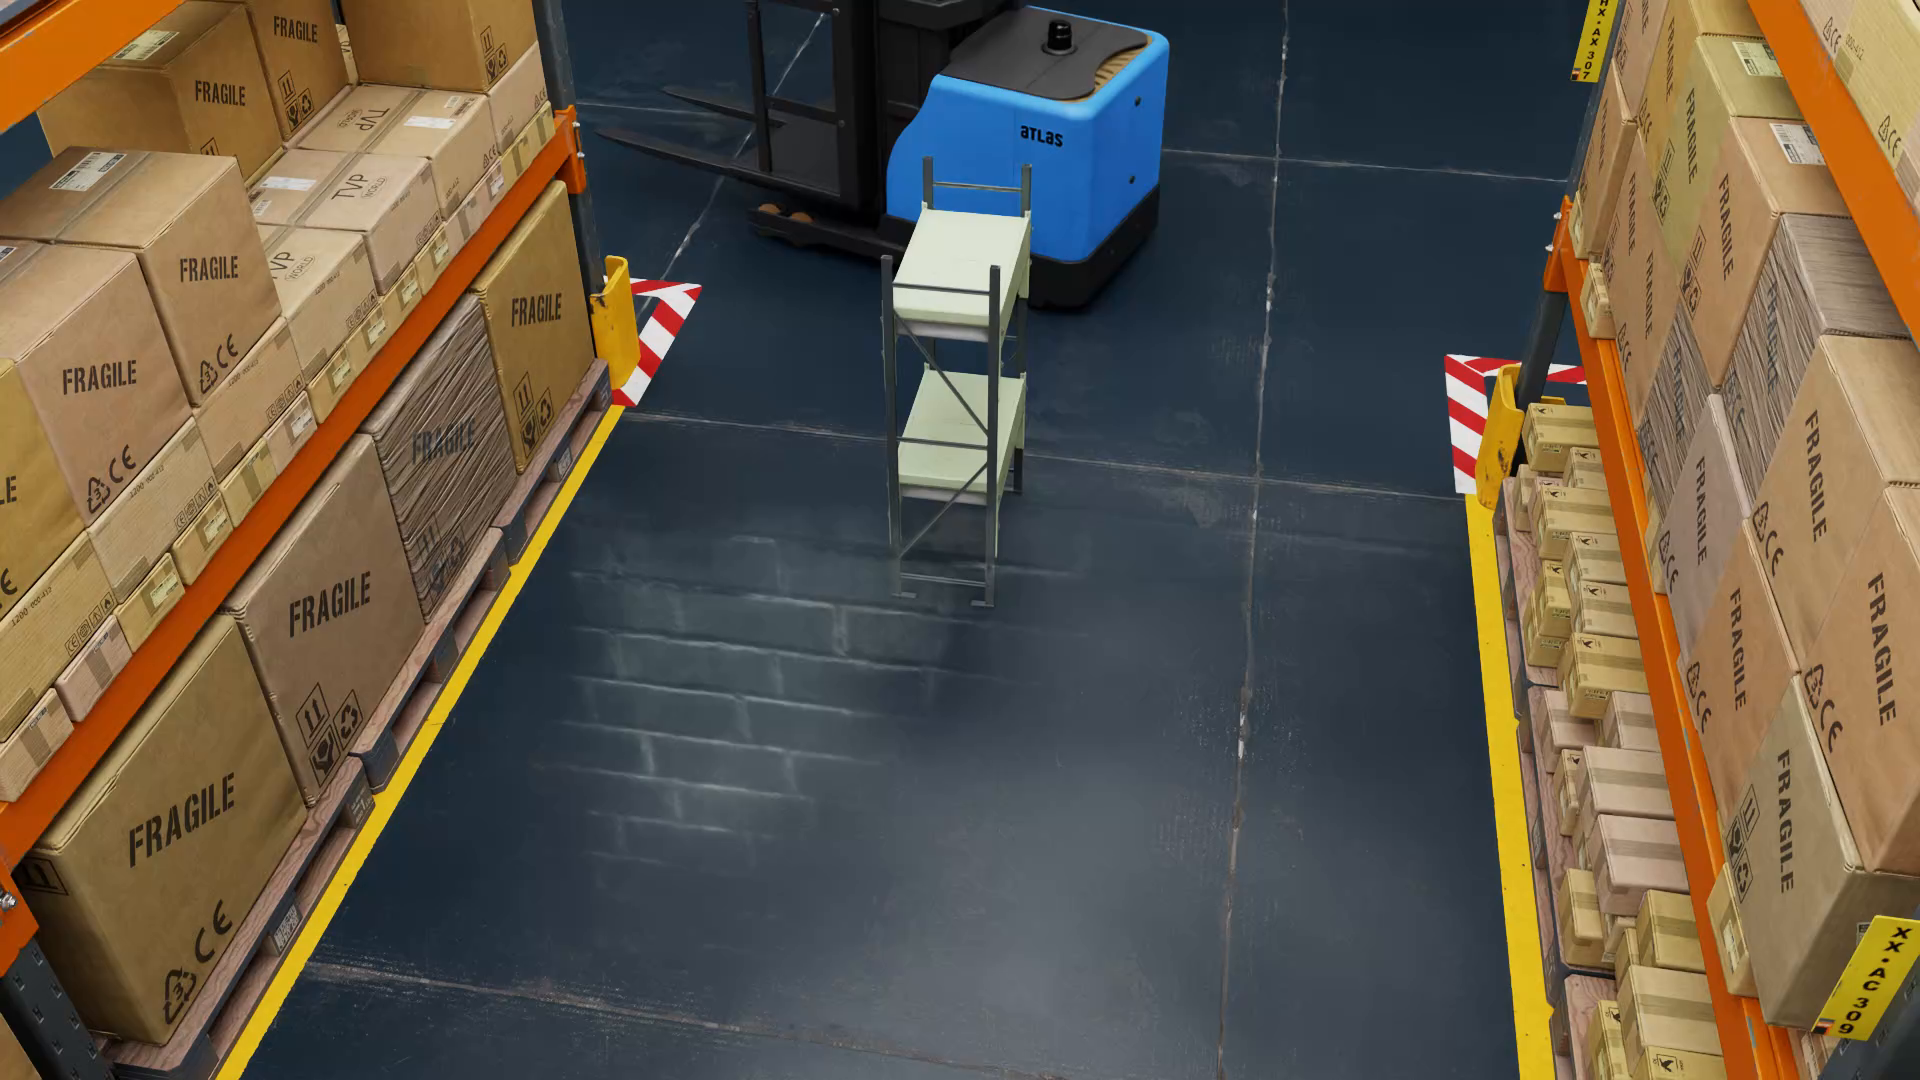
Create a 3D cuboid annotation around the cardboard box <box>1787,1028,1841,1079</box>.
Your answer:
[{"bbox_3d":[1.901,1.026,3.352,0.380,0.149,0.250,6,40,7],"label":"cardboard box"}]

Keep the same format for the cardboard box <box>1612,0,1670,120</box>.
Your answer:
[{"bbox_3d":[2.435,-1.662,5.310,0.500,0.500,0.500,6,40,7],"label":"cardboard box"}]

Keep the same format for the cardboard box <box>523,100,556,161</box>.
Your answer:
[{"bbox_3d":[-1.831,-1.630,6.564,0.380,0.149,0.250,7,40,9],"label":"cardboard box"}]

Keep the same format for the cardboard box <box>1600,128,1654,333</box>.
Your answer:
[{"bbox_3d":[2.357,-0.939,5.220,0.500,0.500,0.500,6,40,8],"label":"cardboard box"}]

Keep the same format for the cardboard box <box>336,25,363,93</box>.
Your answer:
[{"bbox_3d":[-2.442,-1.772,6.423,0.500,0.250,0.500,5,40,6],"label":"cardboard box"}]

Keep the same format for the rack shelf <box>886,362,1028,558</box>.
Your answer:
[{"bbox_3d":[-0.001,-0.323,6.475,0.431,0.370,0.720,6,40,8],"label":"rack shelf"}]

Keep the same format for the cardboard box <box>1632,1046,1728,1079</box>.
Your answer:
[{"bbox_3d":[1.892,1.425,4.113,0.380,0.149,0.250,7,40,8],"label":"cardboard box"}]

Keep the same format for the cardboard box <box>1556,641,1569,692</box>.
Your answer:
[{"bbox_3d":[2.265,0.503,5.695,0.380,0.149,0.250,6,40,8],"label":"cardboard box"}]

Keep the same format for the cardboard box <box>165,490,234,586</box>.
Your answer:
[{"bbox_3d":[-2.273,-0.024,4.622,0.380,0.149,0.250,5,40,6],"label":"cardboard box"}]

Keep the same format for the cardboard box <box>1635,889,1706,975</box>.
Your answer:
[{"bbox_3d":[2.050,1.114,4.490,0.380,0.149,0.250,8,40,9],"label":"cardboard box"}]

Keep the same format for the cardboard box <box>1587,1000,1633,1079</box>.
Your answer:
[{"bbox_3d":[1.887,1.382,4.398,0.380,0.149,0.250,5,40,6],"label":"cardboard box"}]

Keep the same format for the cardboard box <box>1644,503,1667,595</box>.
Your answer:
[{"bbox_3d":[2.101,0.037,4.549,0.380,0.149,0.250,7,40,9],"label":"cardboard box"}]

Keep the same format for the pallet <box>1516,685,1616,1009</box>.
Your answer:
[{"bbox_3d":[2.372,1.016,5.356,1.003,0.211,1.213,6,40,8],"label":"pallet"}]

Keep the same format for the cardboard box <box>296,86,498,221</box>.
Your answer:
[{"bbox_3d":[-2.004,-1.392,5.963,0.500,0.250,0.500,6,40,7],"label":"cardboard box"}]

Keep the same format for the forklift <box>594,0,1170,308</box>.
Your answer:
[{"bbox_3d":[-0.516,-2.923,7.985,3.031,2.935,1.130,19,43,22],"label":"forklift"}]

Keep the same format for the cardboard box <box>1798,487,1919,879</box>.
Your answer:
[{"bbox_3d":[1.897,0.271,2.972,0.500,0.500,0.500,5,40,6],"label":"cardboard box"}]

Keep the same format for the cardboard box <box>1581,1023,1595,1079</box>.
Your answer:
[{"bbox_3d":[1.924,1.461,4.537,0.380,0.149,0.250,5,40,6],"label":"cardboard box"}]

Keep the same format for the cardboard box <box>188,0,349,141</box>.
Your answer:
[{"bbox_3d":[-2.529,-1.747,5.805,0.500,0.500,0.500,5,40,7],"label":"cardboard box"}]

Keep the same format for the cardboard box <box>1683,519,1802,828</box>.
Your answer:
[{"bbox_3d":[1.978,0.321,3.696,0.500,0.500,0.500,5,40,6],"label":"cardboard box"}]

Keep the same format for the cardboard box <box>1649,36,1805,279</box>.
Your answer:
[{"bbox_3d":[2.242,-1.021,4.534,0.500,0.500,0.500,6,40,7],"label":"cardboard box"}]

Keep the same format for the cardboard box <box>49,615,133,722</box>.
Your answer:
[{"bbox_3d":[-2.361,0.307,4.222,0.380,0.149,0.250,5,40,6],"label":"cardboard box"}]

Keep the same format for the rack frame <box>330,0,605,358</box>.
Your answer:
[{"bbox_3d":[-2.093,-1.986,6.799,1.000,3.000,0.127,6,40,8],"label":"rack frame"}]

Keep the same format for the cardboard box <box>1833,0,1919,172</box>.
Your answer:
[{"bbox_3d":[2.086,-0.933,3.288,0.500,0.250,0.500,6,40,7],"label":"cardboard box"}]

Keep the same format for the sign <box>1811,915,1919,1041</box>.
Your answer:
[{"bbox_3d":[1.546,0.746,2.815,0.100,0.325,0.005,6,40,8],"label":"sign"}]

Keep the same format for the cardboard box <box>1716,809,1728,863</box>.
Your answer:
[{"bbox_3d":[1.943,0.691,3.757,0.380,0.149,0.250,8,40,9],"label":"cardboard box"}]

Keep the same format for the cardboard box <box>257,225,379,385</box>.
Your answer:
[{"bbox_3d":[-2.178,-0.745,5.181,0.500,0.250,0.500,6,40,8],"label":"cardboard box"}]

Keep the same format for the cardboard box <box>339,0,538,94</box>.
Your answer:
[{"bbox_3d":[-1.919,-1.998,6.108,0.500,0.500,0.500,7,40,8],"label":"cardboard box"}]

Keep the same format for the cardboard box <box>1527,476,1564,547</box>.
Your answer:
[{"bbox_3d":[2.328,-0.088,6.176,0.380,0.149,0.250,6,40,7],"label":"cardboard box"}]

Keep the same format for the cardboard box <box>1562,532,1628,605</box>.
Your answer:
[{"bbox_3d":[2.289,0.118,5.694,0.380,0.149,0.250,5,40,5],"label":"cardboard box"}]

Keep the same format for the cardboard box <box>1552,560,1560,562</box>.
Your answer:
[{"bbox_3d":[2.367,0.184,6.081,0.380,0.149,0.250,7,40,8],"label":"cardboard box"}]

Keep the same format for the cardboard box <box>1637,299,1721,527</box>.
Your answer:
[{"bbox_3d":[2.177,-0.313,4.462,0.500,0.500,0.500,5,40,7],"label":"cardboard box"}]

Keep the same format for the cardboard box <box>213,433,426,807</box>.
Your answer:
[{"bbox_3d":[-2.437,0.211,5.479,0.875,0.875,0.875,6,40,8],"label":"cardboard box"}]

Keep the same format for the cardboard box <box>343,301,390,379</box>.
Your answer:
[{"bbox_3d":[-2.096,-0.671,5.404,0.380,0.149,0.250,7,40,9],"label":"cardboard box"}]

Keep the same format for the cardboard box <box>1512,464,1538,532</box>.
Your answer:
[{"bbox_3d":[2.368,-0.146,6.480,0.380,0.149,0.250,7,40,9],"label":"cardboard box"}]

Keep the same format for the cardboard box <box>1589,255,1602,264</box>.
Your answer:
[{"bbox_3d":[2.392,-0.948,5.740,0.380,0.149,0.250,8,40,9],"label":"cardboard box"}]

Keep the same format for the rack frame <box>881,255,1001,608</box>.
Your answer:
[{"bbox_3d":[-0.064,-0.344,5.989,0.400,1.500,0.023,6,40,8],"label":"rack frame"}]

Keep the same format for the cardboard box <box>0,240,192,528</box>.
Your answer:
[{"bbox_3d":[-2.358,-0.403,4.179,0.500,0.500,0.500,6,40,8],"label":"cardboard box"}]

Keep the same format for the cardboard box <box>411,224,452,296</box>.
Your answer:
[{"bbox_3d":[-2.006,-0.989,5.789,0.380,0.149,0.250,6,40,7],"label":"cardboard box"}]

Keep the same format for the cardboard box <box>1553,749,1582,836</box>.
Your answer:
[{"bbox_3d":[2.114,0.827,5.304,0.380,0.149,0.250,6,40,8],"label":"cardboard box"}]

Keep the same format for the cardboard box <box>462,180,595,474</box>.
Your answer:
[{"bbox_3d":[-2.125,-0.919,6.845,0.875,0.875,0.875,6,40,8],"label":"cardboard box"}]

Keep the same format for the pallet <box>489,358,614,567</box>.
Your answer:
[{"bbox_3d":[-2.155,-0.401,7.070,1.003,0.211,1.213,6,40,8],"label":"pallet"}]

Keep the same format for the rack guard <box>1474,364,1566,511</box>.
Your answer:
[{"bbox_3d":[2.761,-0.365,6.799,1.175,0.500,0.348,6,40,8],"label":"rack guard"}]

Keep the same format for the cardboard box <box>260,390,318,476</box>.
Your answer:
[{"bbox_3d":[-2.183,-0.342,5.006,0.380,0.149,0.250,7,40,8],"label":"cardboard box"}]

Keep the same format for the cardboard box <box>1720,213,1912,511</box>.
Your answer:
[{"bbox_3d":[2.084,-0.374,3.751,0.500,0.500,0.500,7,40,9],"label":"cardboard box"}]

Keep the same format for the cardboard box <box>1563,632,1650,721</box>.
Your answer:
[{"bbox_3d":[2.141,0.451,5.291,0.380,0.149,0.250,7,40,8],"label":"cardboard box"}]

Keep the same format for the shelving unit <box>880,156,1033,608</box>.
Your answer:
[{"bbox_3d":[-0.001,-0.574,6.267,0.431,1.500,0.755,6,40,8],"label":"shelving unit"}]

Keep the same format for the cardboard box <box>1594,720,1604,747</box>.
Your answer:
[{"bbox_3d":[2.263,0.576,5.373,0.380,0.149,0.250,8,40,10],"label":"cardboard box"}]

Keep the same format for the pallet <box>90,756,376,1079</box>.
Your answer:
[{"bbox_3d":[-2.577,1.130,5.218,1.003,0.211,1.213,6,40,8],"label":"pallet"}]

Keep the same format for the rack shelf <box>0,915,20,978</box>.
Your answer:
[{"bbox_3d":[-3.132,2.056,2.473,1.077,0.370,4.000,6,40,8],"label":"rack shelf"}]

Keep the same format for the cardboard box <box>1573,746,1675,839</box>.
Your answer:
[{"bbox_3d":[2.041,0.763,4.914,0.380,0.149,0.250,5,40,6],"label":"cardboard box"}]

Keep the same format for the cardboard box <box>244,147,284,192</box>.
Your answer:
[{"bbox_3d":[-2.616,-1.130,5.647,0.500,0.250,0.500,5,40,6],"label":"cardboard box"}]

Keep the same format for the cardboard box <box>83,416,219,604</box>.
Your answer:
[{"bbox_3d":[-2.355,-0.111,4.414,0.500,0.250,0.500,6,40,7],"label":"cardboard box"}]

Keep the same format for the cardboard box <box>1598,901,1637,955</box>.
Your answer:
[{"bbox_3d":[2.052,1.074,4.772,0.380,0.149,0.250,7,40,9],"label":"cardboard box"}]

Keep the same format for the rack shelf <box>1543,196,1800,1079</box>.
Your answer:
[{"bbox_3d":[2.428,0.156,4.771,1.077,0.370,4.000,6,40,8],"label":"rack shelf"}]

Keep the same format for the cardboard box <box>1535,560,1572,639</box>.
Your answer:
[{"bbox_3d":[2.221,0.225,5.799,0.380,0.149,0.250,8,40,9],"label":"cardboard box"}]

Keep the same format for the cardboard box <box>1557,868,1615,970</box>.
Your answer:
[{"bbox_3d":[1.993,1.138,4.927,0.380,0.149,0.250,6,40,8],"label":"cardboard box"}]

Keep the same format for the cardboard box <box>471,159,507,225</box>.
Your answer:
[{"bbox_3d":[-1.919,-1.308,6.176,0.380,0.149,0.250,6,40,8],"label":"cardboard box"}]

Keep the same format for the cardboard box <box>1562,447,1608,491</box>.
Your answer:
[{"bbox_3d":[2.420,-0.191,6.068,0.380,0.149,0.250,7,40,8],"label":"cardboard box"}]

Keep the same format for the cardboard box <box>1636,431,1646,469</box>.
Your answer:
[{"bbox_3d":[2.241,-0.288,4.941,0.380,0.149,0.250,6,40,7],"label":"cardboard box"}]
